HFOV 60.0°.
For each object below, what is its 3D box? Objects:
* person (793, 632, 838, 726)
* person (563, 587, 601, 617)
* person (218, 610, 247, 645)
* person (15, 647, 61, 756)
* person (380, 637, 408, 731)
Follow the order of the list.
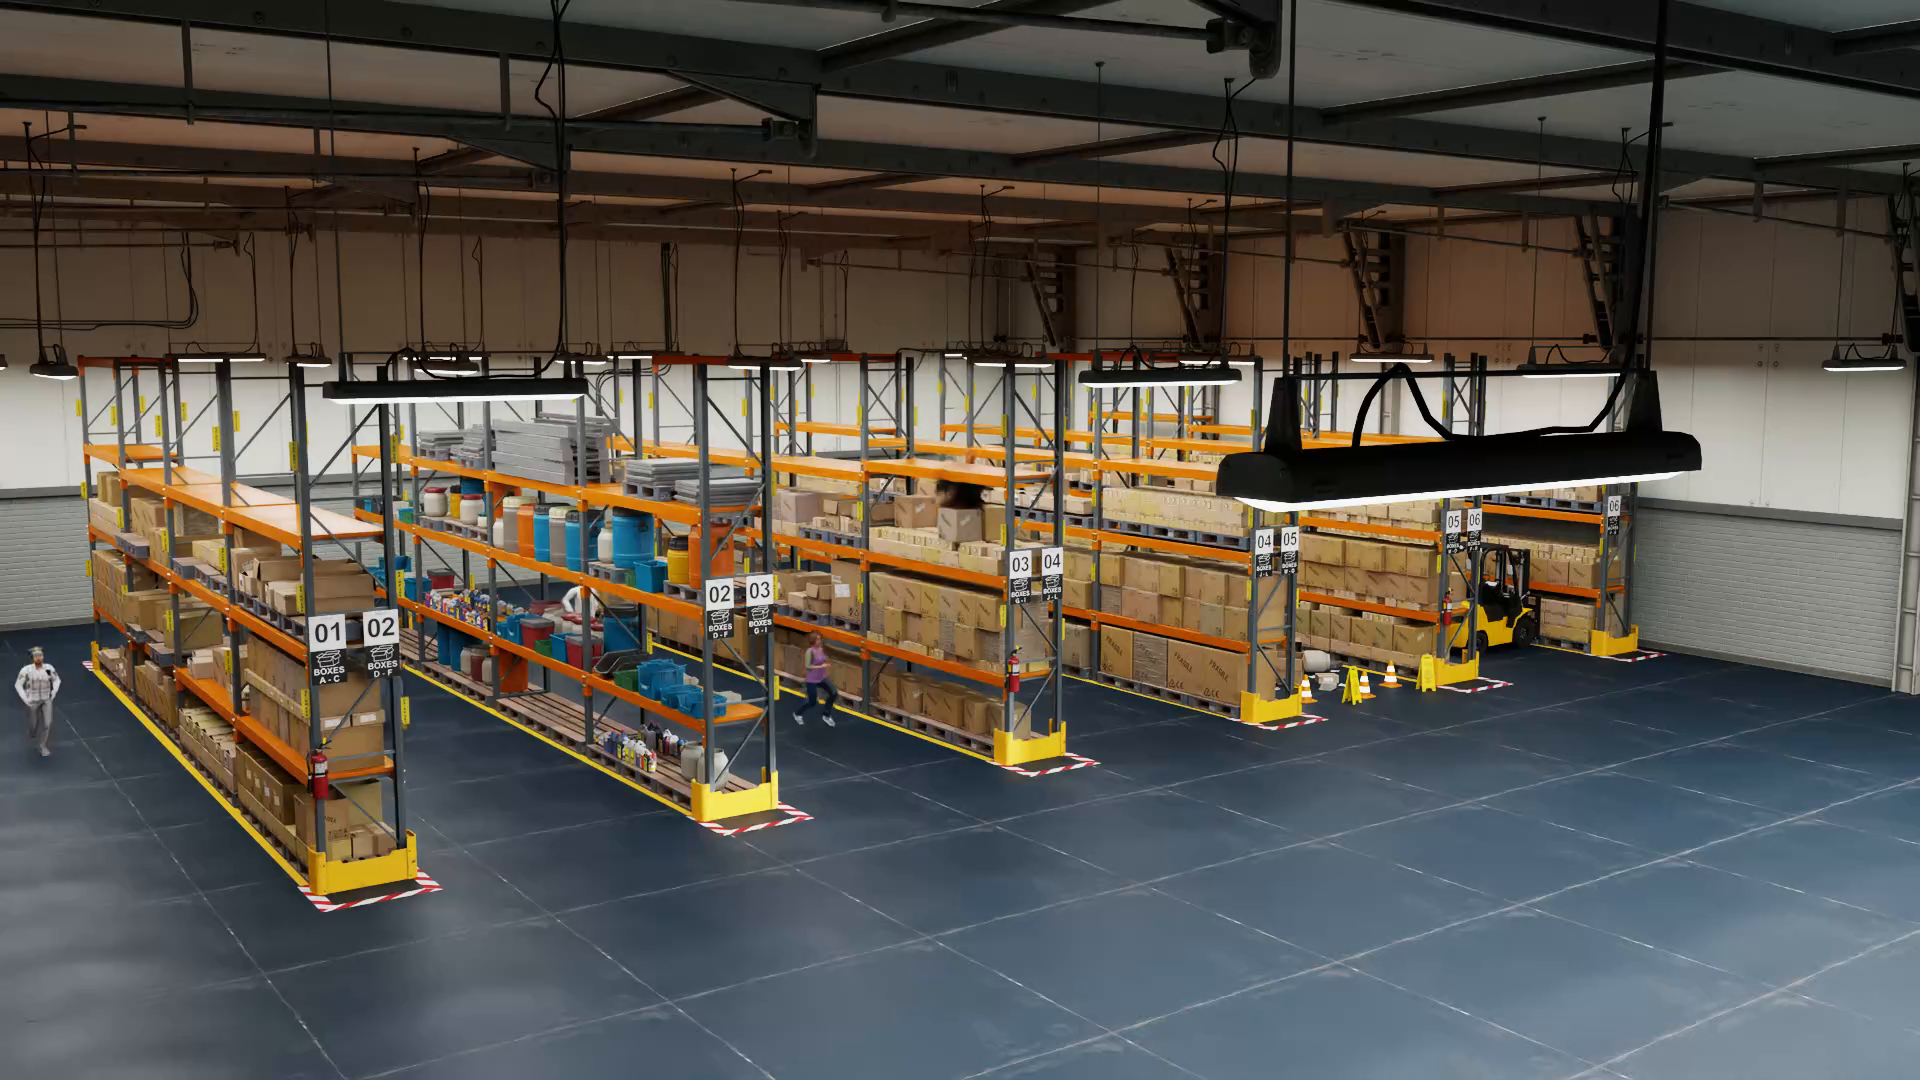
[{"bbox_3d":[-2.313,2.196,26.313,0.796,1.498,0.565,5,8,35],"label":"person"},{"bbox_3d":[-7.304,1.538,32.461,0.638,1.735,0.713,7,10,43],"label":"person"},{"bbox_3d":[-14.487,1.469,32.937,0.978,1.774,0.714,5,8,33],"label":"person"},{"bbox_3d":[-14.104,2.445,25.476,0.623,1.664,0.710,-5,8,-35],"label":"person"},{"bbox_3d":[-9.339,2.169,27.072,0.640,1.796,0.890,-5,9,-38],"label":"person"}]
